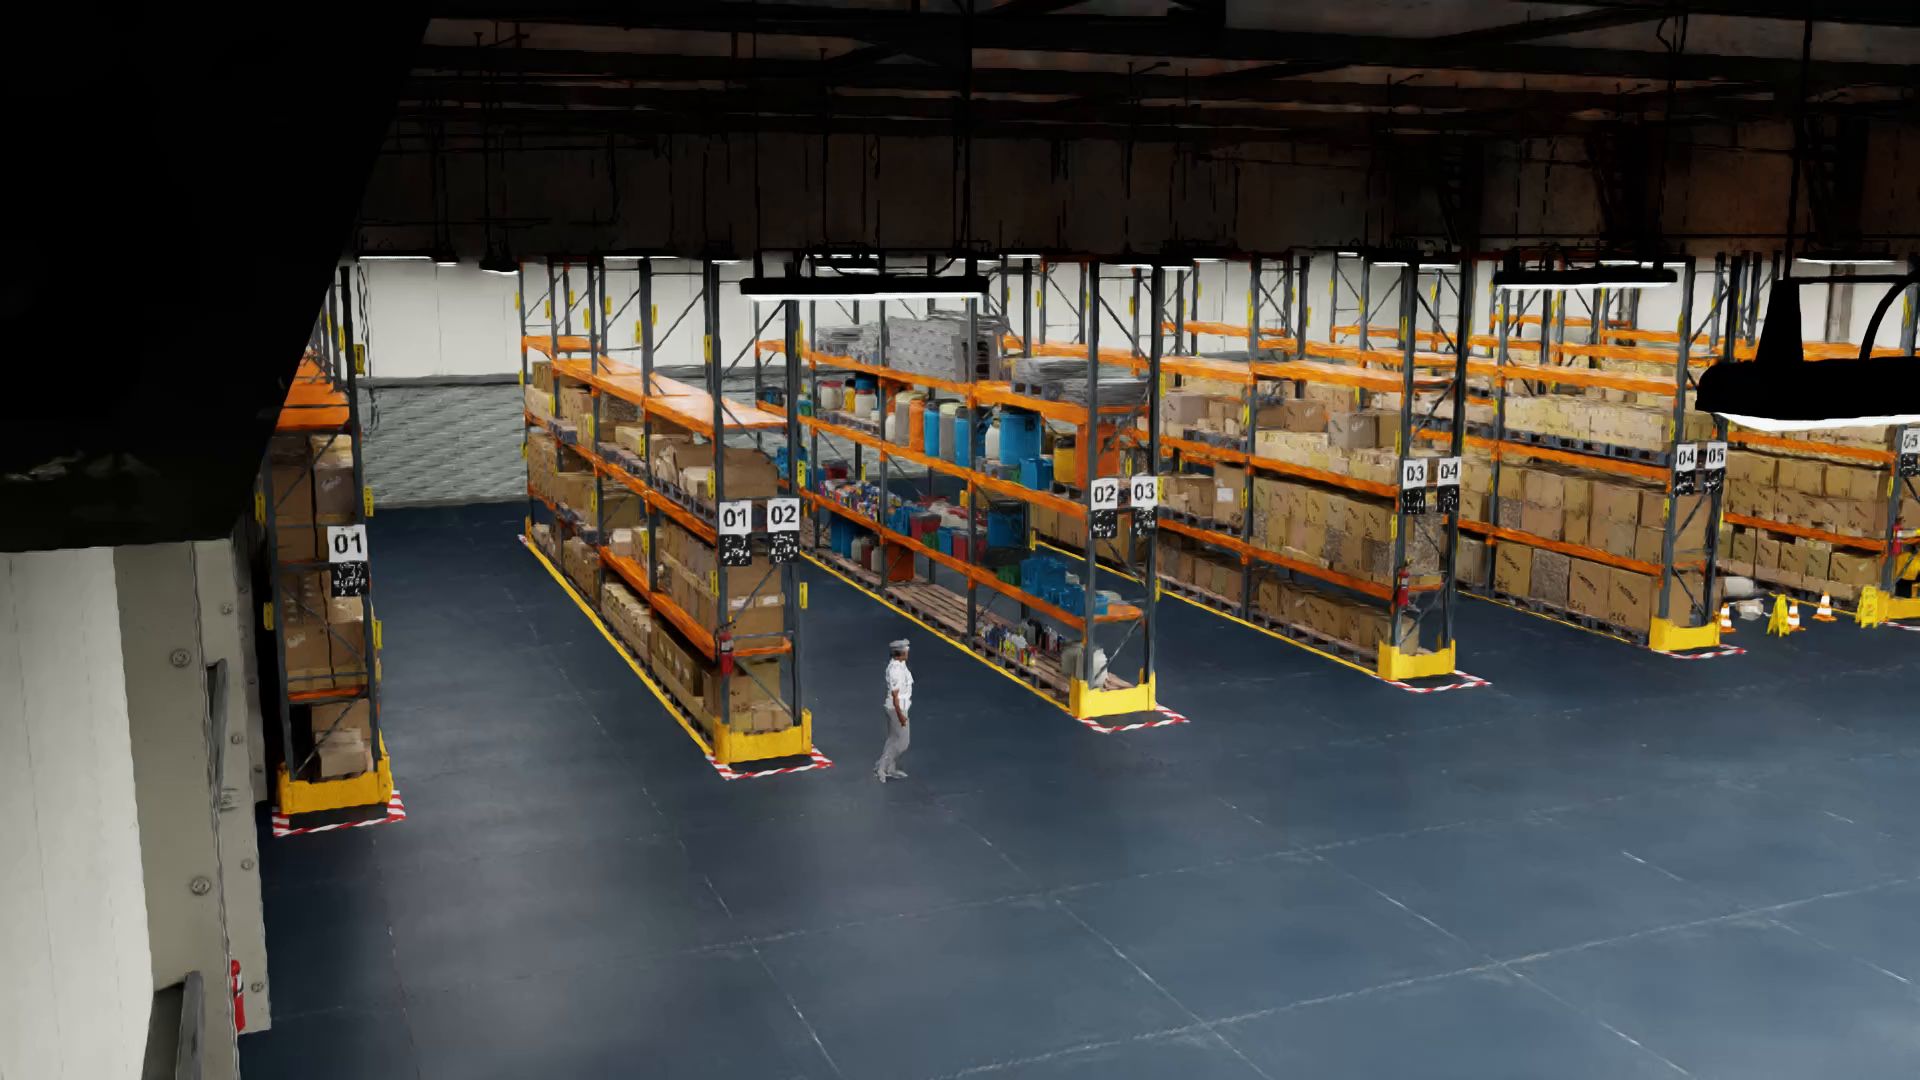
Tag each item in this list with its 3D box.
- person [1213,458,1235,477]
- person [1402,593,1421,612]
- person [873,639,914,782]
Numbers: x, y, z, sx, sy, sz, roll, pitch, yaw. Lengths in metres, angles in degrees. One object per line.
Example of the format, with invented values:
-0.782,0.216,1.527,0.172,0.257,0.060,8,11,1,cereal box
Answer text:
5.680,-0.963,35.513,0.677,1.741,0.549,-5,11,-23,person
7.688,0.394,28.134,0.677,1.725,0.569,-5,11,-24,person
-0.783,2.001,19.454,0.459,1.655,0.628,1,10,4,person
